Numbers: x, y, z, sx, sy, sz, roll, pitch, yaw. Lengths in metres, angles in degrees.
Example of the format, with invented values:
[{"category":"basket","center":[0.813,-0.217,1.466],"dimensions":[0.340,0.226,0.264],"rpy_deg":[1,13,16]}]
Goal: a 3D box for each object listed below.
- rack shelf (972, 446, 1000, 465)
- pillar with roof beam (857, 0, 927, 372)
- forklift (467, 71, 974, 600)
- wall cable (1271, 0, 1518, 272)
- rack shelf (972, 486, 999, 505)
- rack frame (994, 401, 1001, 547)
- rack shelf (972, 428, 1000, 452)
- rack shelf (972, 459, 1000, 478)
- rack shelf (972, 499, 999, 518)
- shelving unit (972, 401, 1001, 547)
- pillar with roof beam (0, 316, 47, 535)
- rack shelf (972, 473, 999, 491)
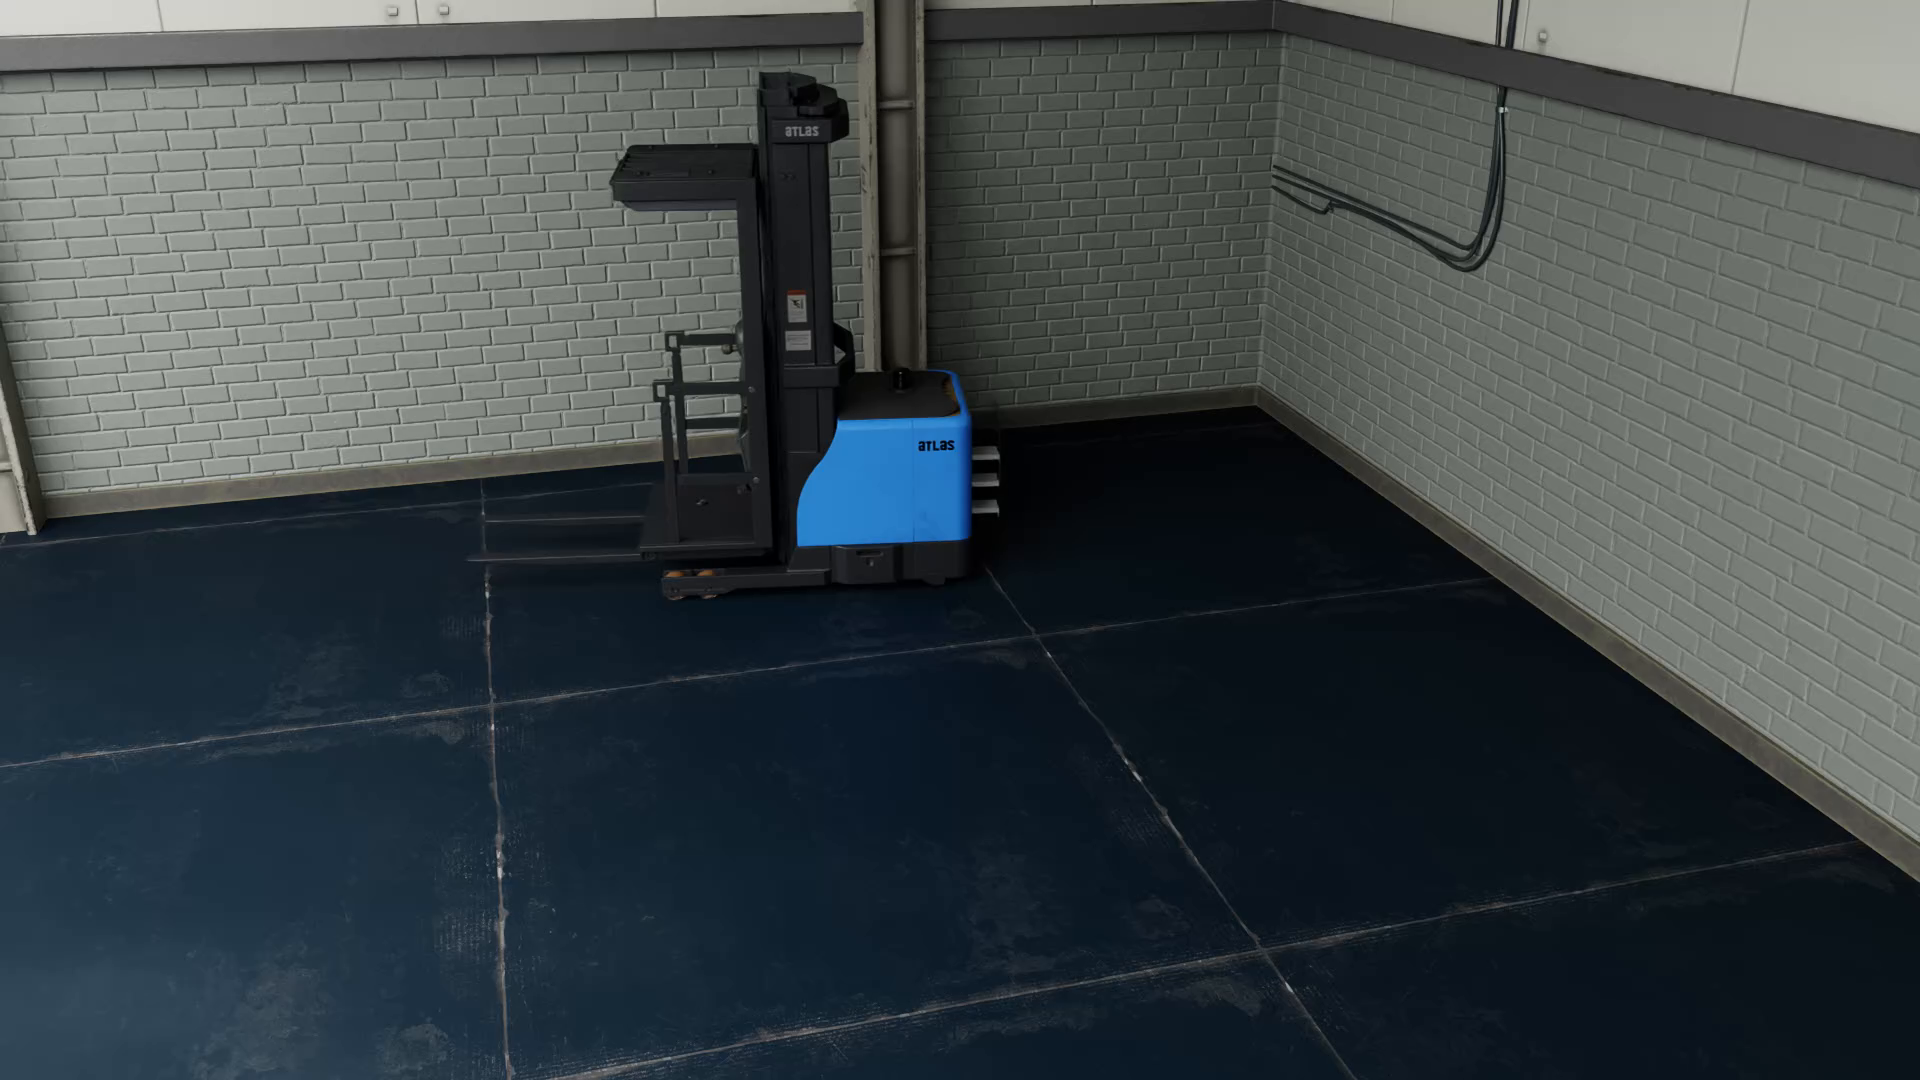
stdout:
[{"category":"rack shelf","center":[0.138,-0.550,10.518],"dimensions":[0.200,0.077,0.258],"rpy_deg":[-2,23,-5]},{"category":"pillar with roof beam","center":[0.695,-3.215,6.831],"dimensions":[0.400,9.000,9.100],"rpy_deg":[-6,24,-14]},{"category":"forklift","center":[-1.462,-1.208,9.847],"dimensions":[3.031,2.935,1.130],"rpy_deg":[-2,23,-5]},{"category":"wall cable","center":[2.725,-3.234,10.814],"dimensions":[0.112,2.526,3.097],"rpy_deg":[-6,24,-14]},{"category":"rack shelf","center":[0.138,-0.301,10.624],"dimensions":[0.200,0.077,0.258],"rpy_deg":[-2,23,-5]},{"category":"rack frame","center":[0.239,-0.418,10.584],"dimensions":[0.006,0.900,0.240],"rpy_deg":[-2,23,-5]},{"category":"rack shelf","center":[0.138,-0.632,10.482],"dimensions":[0.200,0.077,0.258],"rpy_deg":[-2,23,-5]},{"category":"rack shelf","center":[0.138,-0.467,10.553],"dimensions":[0.200,0.077,0.258],"rpy_deg":[-2,23,-5]},{"category":"rack shelf","center":[0.138,-0.219,10.660],"dimensions":[0.200,0.077,0.258],"rpy_deg":[-2,23,-5]},{"category":"shelving unit","center":[0.138,-0.415,10.576],"dimensions":[0.210,0.900,0.258],"rpy_deg":[-2,23,-5]},{"category":"pillar with roof beam","center":[-5.082,-2.576,5.342],"dimensions":[0.400,9.000,9.100],"rpy_deg":[-6,24,-14]},{"category":"rack shelf","center":[0.138,-0.384,10.589],"dimensions":[0.200,0.077,0.258],"rpy_deg":[-2,23,-5]}]
